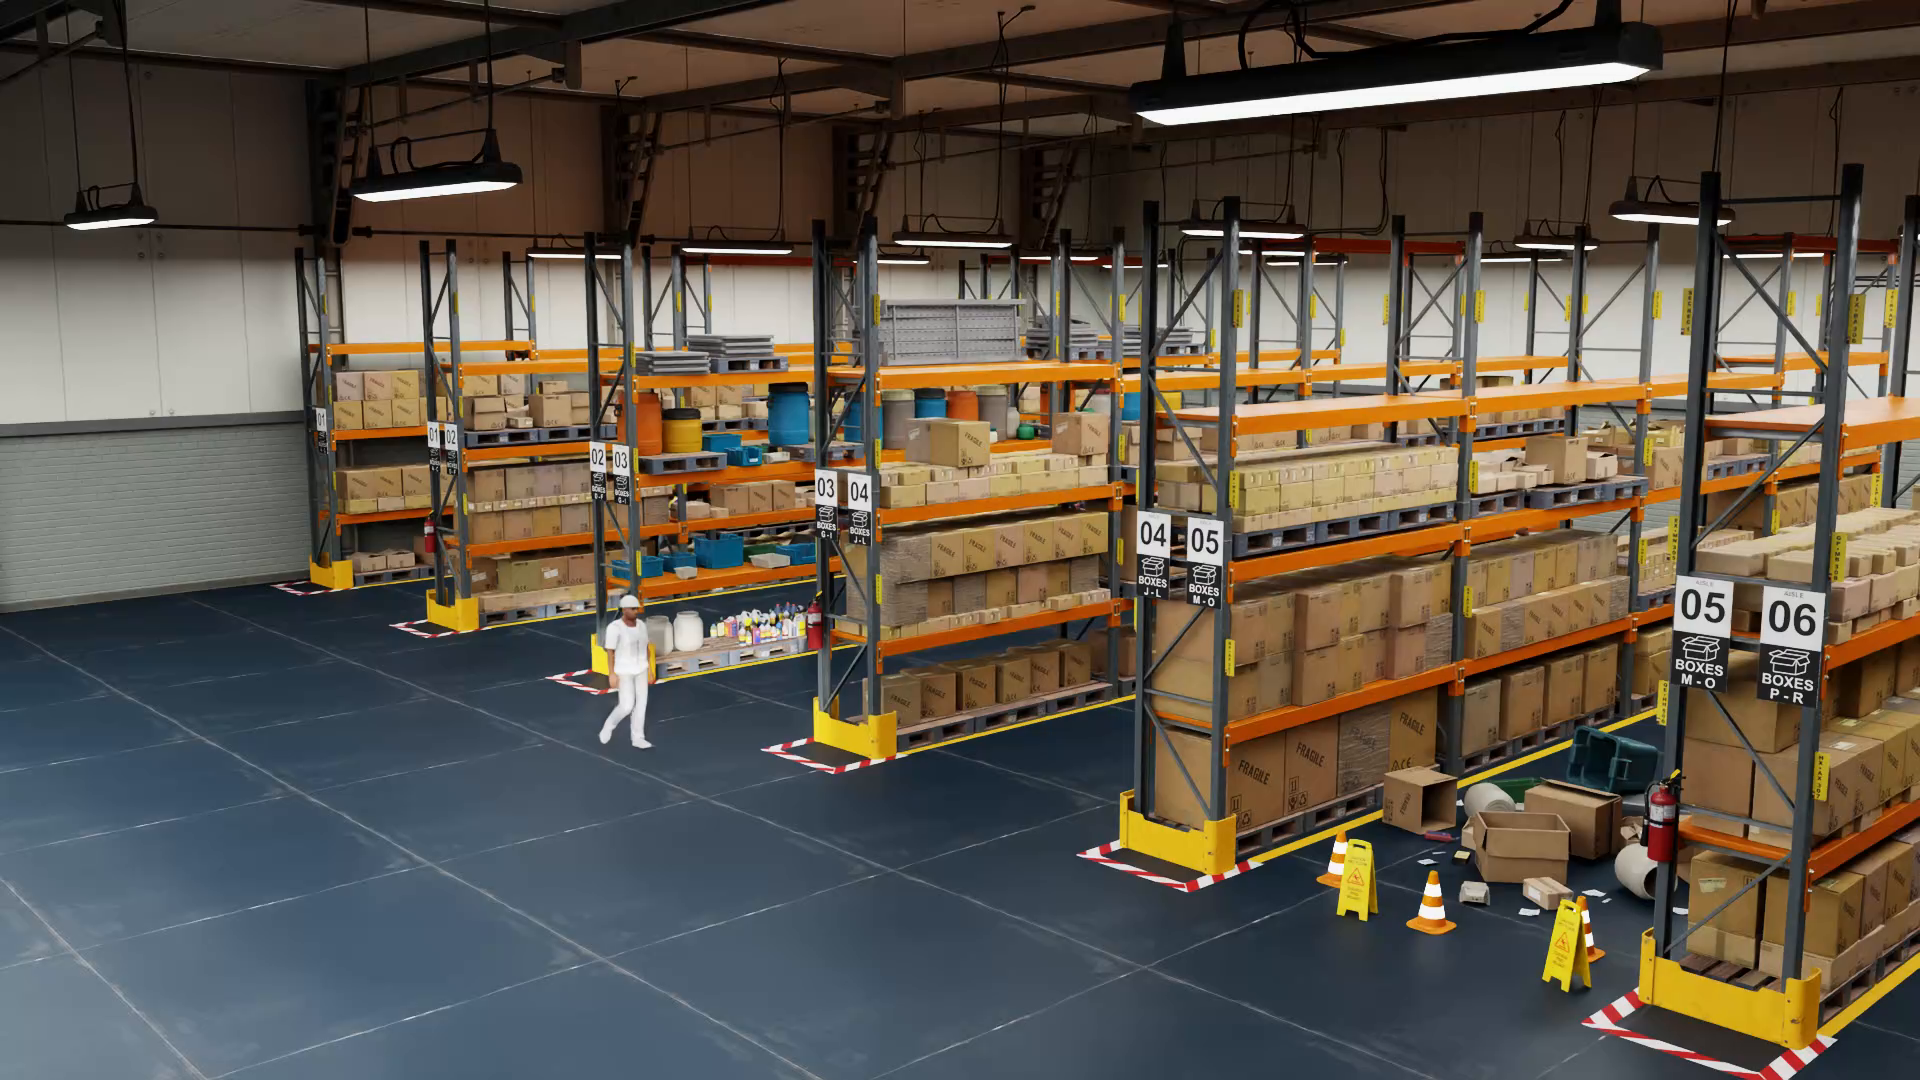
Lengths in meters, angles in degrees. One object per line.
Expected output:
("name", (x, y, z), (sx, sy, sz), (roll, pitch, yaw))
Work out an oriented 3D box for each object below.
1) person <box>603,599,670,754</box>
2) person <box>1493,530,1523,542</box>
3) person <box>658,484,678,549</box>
("person", (-3.656, 1.556, 19.043), (0.759, 1.754, 0.591), (1, 8, 8))
("person", (8.726, 0.484, 26.218), (0.910, 1.746, 0.703), (-8, 12, -44))
("person", (-5.360, -0.212, 30.790), (0.631, 1.753, 0.791), (1, 8, 4))
